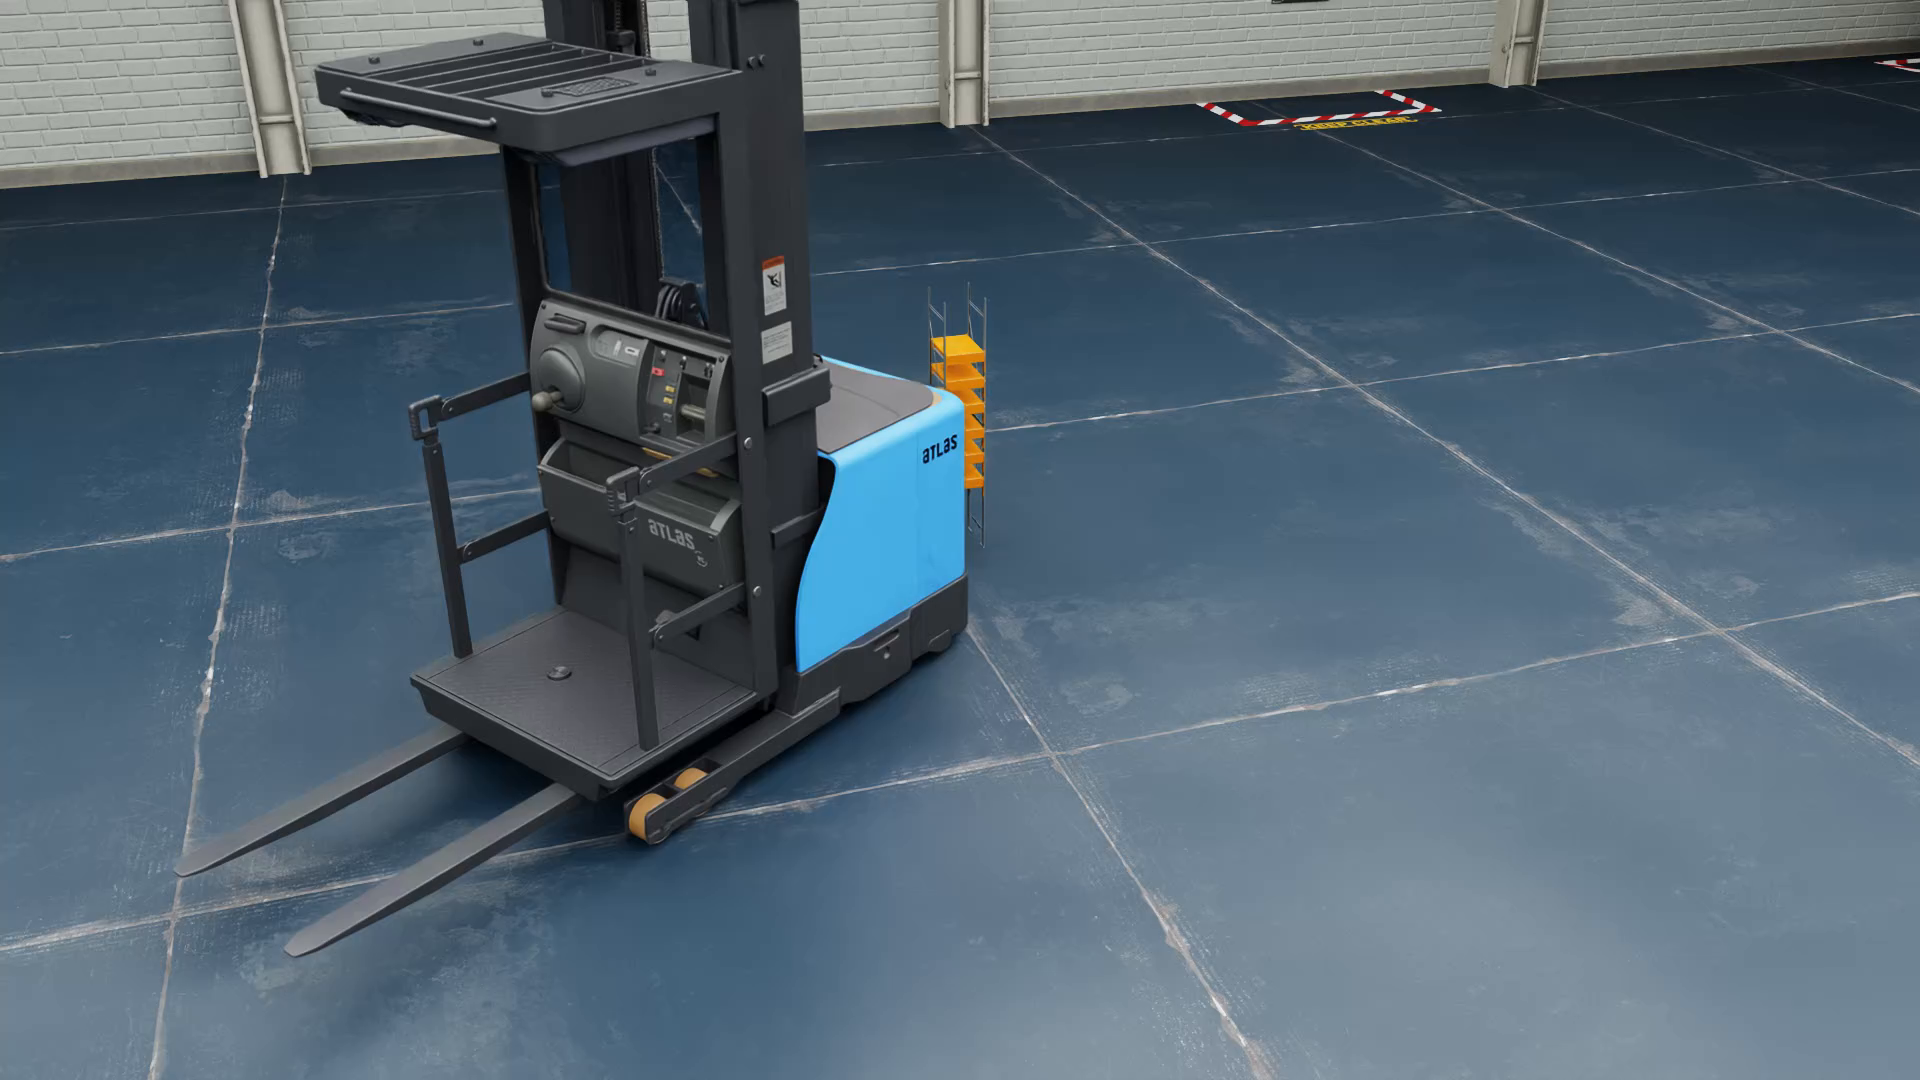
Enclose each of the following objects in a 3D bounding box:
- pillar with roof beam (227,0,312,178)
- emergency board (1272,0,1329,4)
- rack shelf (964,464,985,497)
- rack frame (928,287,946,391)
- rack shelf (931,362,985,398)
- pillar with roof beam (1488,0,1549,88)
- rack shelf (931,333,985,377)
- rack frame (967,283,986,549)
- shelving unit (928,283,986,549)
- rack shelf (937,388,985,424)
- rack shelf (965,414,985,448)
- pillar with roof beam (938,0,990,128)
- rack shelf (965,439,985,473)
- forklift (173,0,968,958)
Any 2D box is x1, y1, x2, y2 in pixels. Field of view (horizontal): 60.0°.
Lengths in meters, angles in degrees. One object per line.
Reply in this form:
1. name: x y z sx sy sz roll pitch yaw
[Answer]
1. pillar with roof beam: -4.334 -5.310 8.326 0.400 9.000 9.100 -8 28 -16
2. emergency board: 3.367 -5.778 16.015 0.626 1.169 0.157 -8 28 -16
3. rack shelf: -0.014 -0.281 7.606 0.180 0.103 0.258 -8 28 -16
4. rack frame: -0.101 -0.523 7.454 0.006 1.200 0.240 -8 28 -16
5. rack shelf: -0.014 -0.711 7.392 0.180 0.103 0.258 -8 28 -16
6. pillar with roof beam: 7.076 -6.962 11.654 0.400 9.000 9.100 -8 28 -16
7. rack shelf: -0.014 -0.818 7.339 0.180 0.103 0.258 -8 28 -16
8. rack frame: 0.073 -0.548 7.505 0.006 1.200 0.240 -8 28 -16
9. shelving unit: -0.014 -0.535 7.479 0.189 1.200 0.258 -8 28 -16
10. rack shelf: -0.014 -0.603 7.446 0.180 0.103 0.258 -8 28 -16
11. rack shelf: -0.014 -0.496 7.499 0.180 0.103 0.258 -8 28 -16
12. pillar with roof beam: 1.371 -6.136 9.990 0.400 9.000 9.100 -8 28 -16
13. rack shelf: -0.014 -0.388 7.552 0.180 0.103 0.258 -8 28 -16
14. forklift: -1.266 -0.528 5.517 1.130 2.935 3.031 19 32 33
